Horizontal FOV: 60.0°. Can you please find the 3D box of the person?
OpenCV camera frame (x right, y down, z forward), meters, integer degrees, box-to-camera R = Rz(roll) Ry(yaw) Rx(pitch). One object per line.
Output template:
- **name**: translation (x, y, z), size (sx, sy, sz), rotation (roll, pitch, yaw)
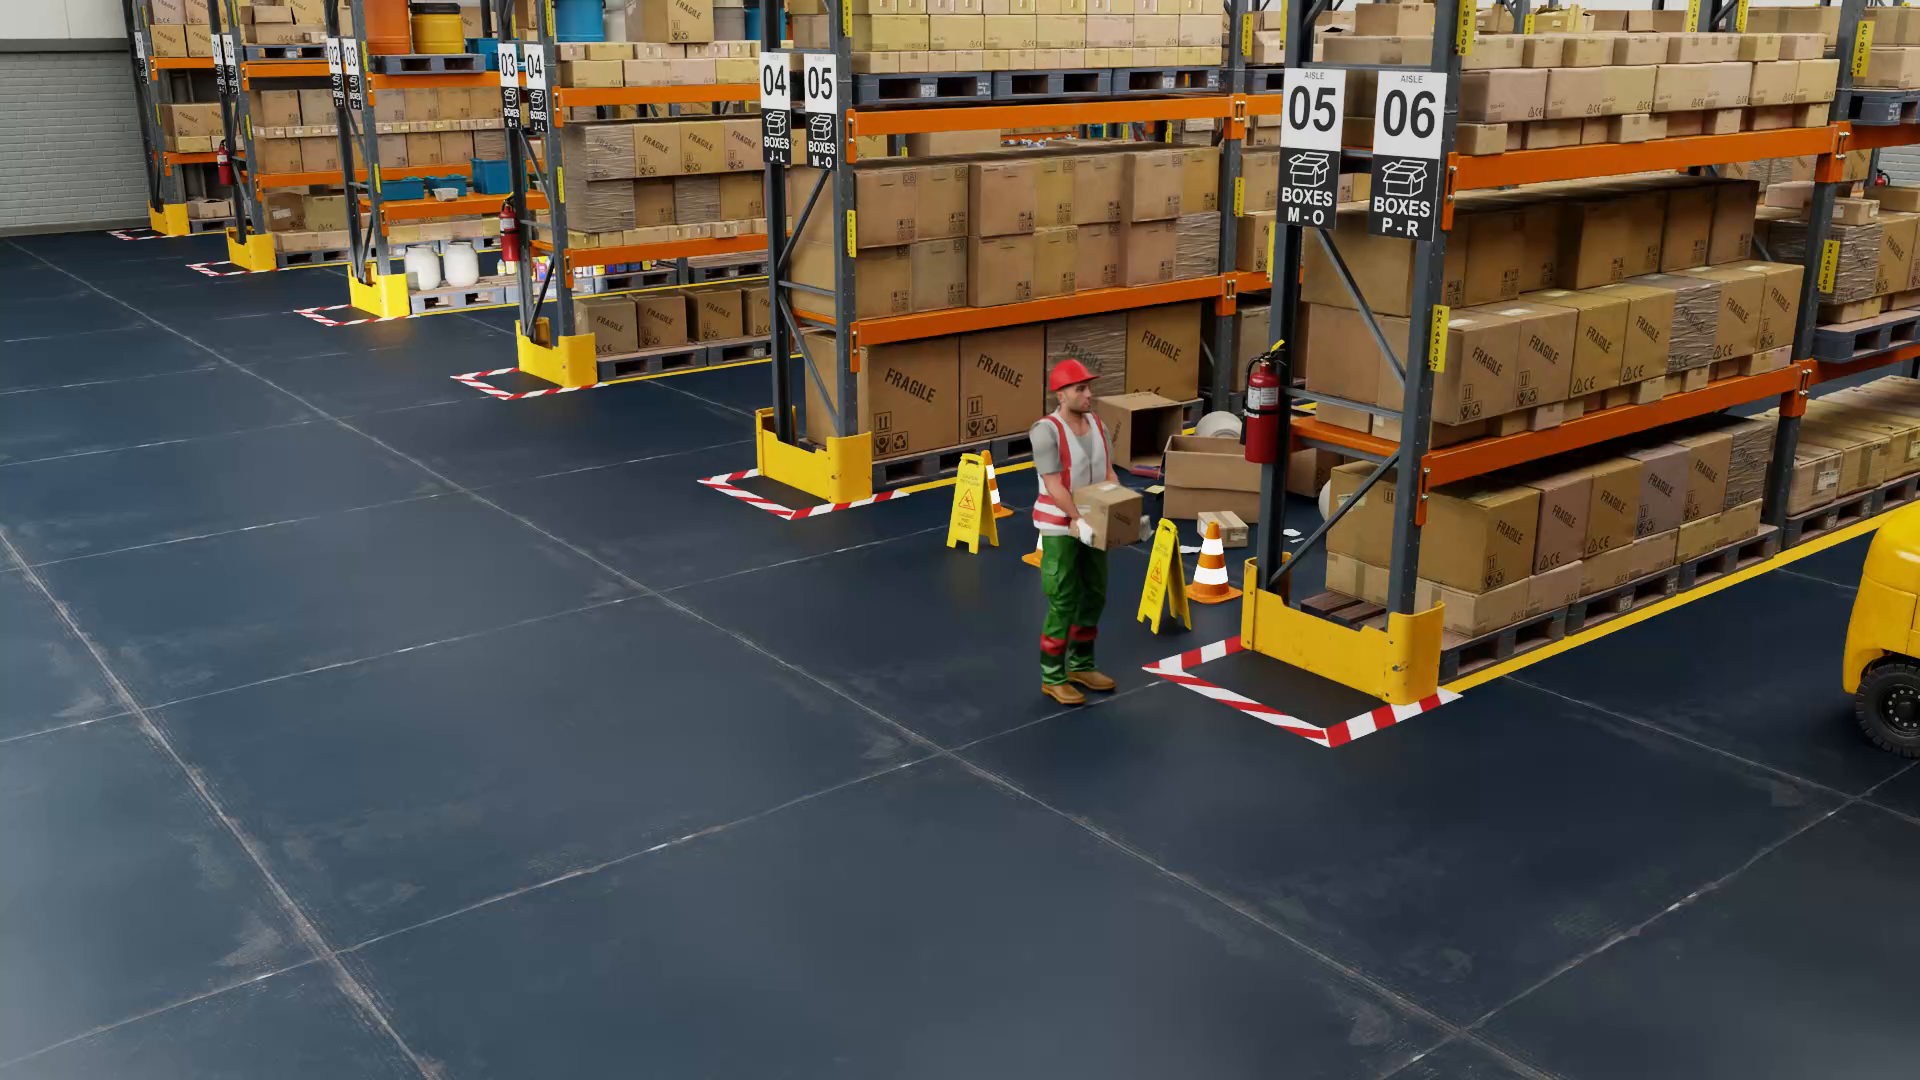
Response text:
- **person**: translation (0.655, -0.029, 8.601), size (0.501, 1.790, 0.559), rotation (-15, 23, -39)
